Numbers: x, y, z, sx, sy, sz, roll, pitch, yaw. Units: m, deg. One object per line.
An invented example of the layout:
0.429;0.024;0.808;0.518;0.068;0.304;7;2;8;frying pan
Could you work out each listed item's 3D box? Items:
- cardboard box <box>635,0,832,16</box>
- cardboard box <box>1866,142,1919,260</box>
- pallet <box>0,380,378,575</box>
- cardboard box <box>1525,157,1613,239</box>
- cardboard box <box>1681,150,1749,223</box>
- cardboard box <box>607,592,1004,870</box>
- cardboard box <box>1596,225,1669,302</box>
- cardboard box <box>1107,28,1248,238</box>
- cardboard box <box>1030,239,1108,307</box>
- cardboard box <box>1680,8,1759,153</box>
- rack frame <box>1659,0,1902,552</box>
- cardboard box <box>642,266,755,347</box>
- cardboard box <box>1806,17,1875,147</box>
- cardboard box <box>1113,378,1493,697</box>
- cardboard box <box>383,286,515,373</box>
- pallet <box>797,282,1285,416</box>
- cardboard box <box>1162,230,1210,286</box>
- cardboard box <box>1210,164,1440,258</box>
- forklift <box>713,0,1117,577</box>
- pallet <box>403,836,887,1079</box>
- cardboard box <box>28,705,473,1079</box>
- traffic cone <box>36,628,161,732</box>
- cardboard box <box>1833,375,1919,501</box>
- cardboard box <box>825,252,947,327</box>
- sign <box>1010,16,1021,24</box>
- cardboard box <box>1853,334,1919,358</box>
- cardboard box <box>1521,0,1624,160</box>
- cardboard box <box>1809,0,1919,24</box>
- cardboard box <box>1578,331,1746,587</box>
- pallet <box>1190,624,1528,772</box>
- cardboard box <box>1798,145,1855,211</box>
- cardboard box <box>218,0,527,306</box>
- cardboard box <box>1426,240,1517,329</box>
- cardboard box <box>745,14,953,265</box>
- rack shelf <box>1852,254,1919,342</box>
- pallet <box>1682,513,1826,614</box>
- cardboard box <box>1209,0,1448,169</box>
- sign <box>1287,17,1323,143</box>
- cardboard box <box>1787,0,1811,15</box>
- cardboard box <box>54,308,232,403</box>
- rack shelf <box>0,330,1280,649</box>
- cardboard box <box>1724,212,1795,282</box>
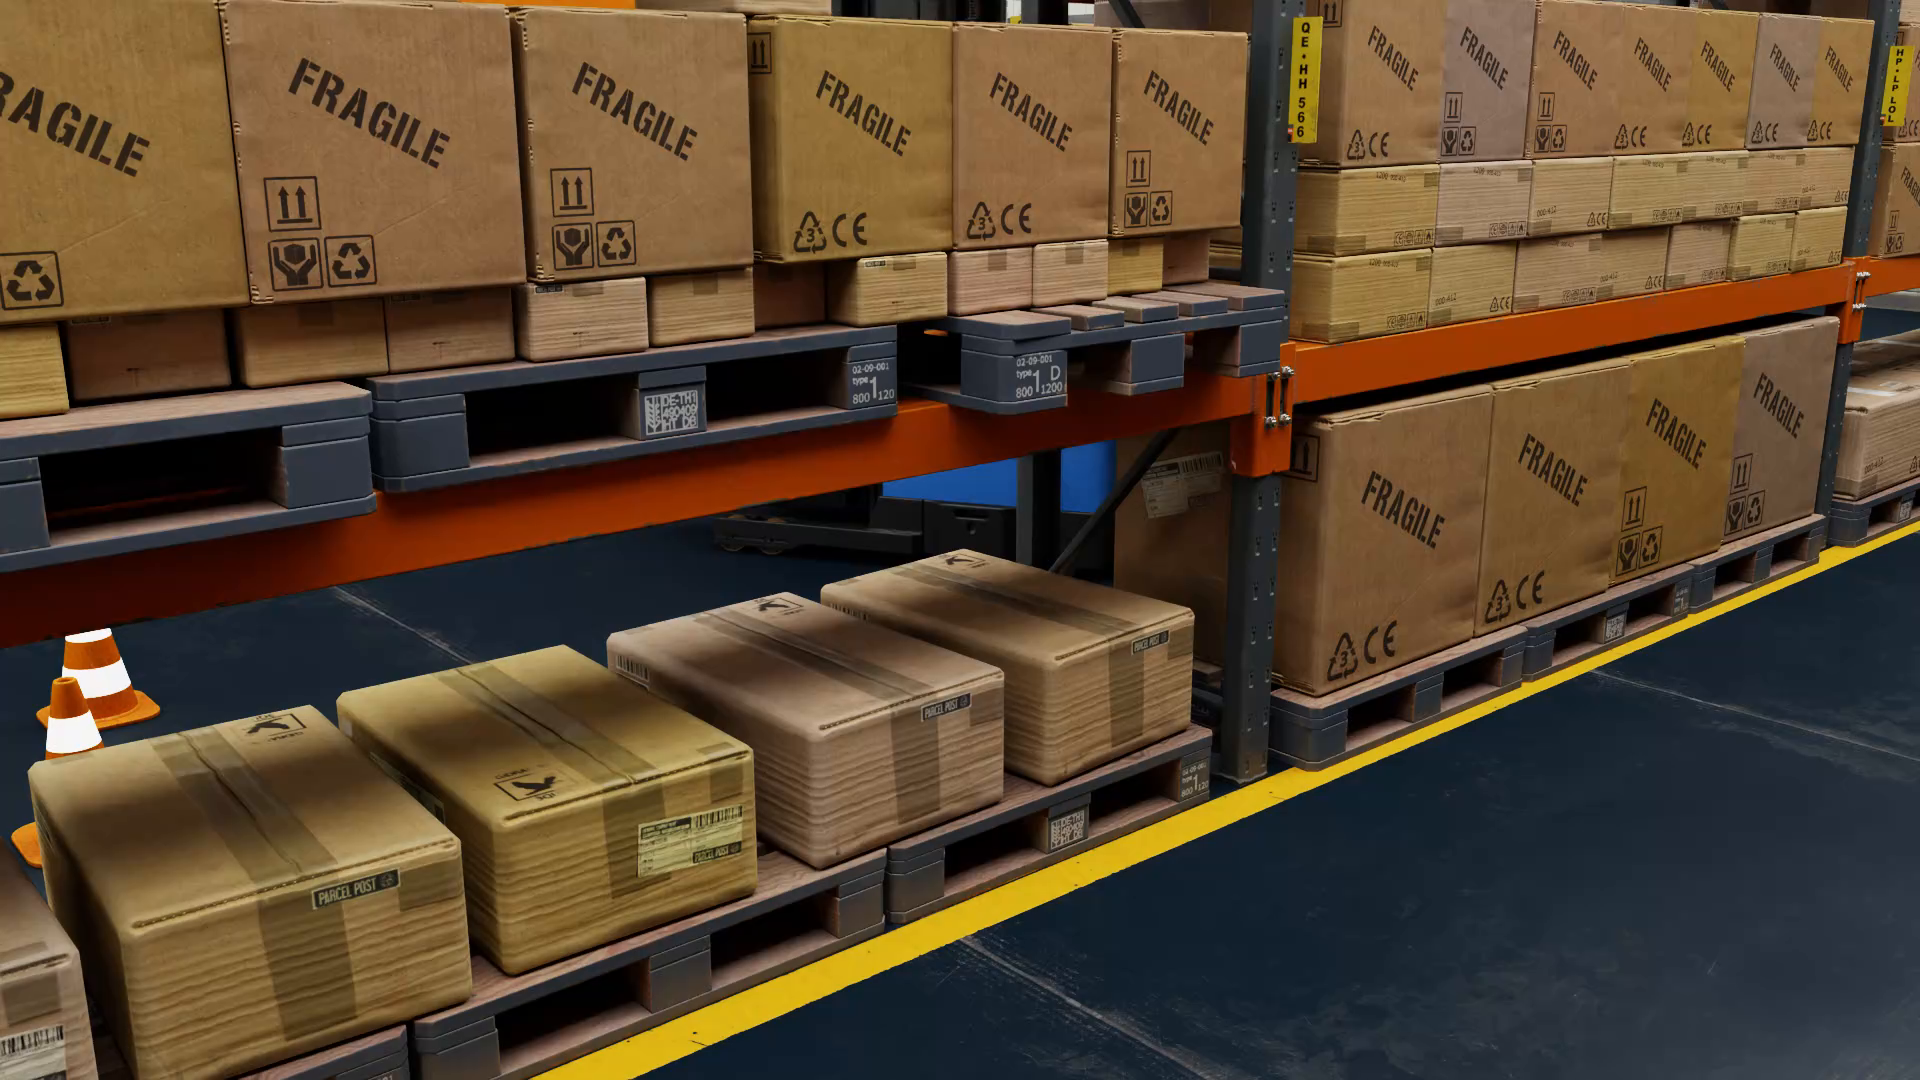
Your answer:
-0.490;-1.192;3.559;0.250;0.149;0.380;-14;20;-42;cardboard box
4.103;-1.570;7.622;0.500;0.500;0.500;-12;19;-38;cardboard box
-1.786;-0.146;2.858;1.213;0.211;1.003;-13;19;-39;pallet
1.878;-1.192;5.721;0.500;0.250;0.500;-13;20;-40;cardboard box
2.645;-1.365;6.371;0.500;0.250;0.500;-12;19;-38;cardboard box
-0.425;0.471;4.451;0.625;0.372;0.950;-13;20;-40;cardboard box
2.239;-1.040;6.120;0.500;0.250;0.500;-13;19;-39;cardboard box
0.399;-1.079;4.395;0.500;0.500;0.500;-13;20;-41;cardboard box
0.151;-0.685;4.175;0.250;0.149;0.380;-13;20;-40;cardboard box
2.624;-1.729;6.279;0.500;0.500;0.500;-12;19;-38;cardboard box
3.577;-1.493;7.528;0.127;3.000;1.000;-13;19;-39;rack frame
-0.650;-0.518;3.549;0.250;0.149;0.380;-13;20;-41;cardboard box
3.405;-1.900;6.920;0.500;0.500;0.500;-12;19;-38;cardboard box
1.135;-0.093;5.589;0.875;0.875;0.875;-13;20;-40;cardboard box
-1.067;-0.432;3.228;0.250;0.149;0.380;-12;19;-39;cardboard box
0.092;-0.581;4.486;1.003;0.211;1.213;-13;19;-39;pallet
0.466;-0.796;4.590;0.250;0.149;0.380;-12;19;-37;cardboard box
1.104;-1.022;5.087;0.500;0.250;0.500;-13;20;-40;cardboard box
-0.595;-1.470;7.573;3.031;2.935;1.130;5;16;19;forklift
-0.951;0.869;4.087;1.213;0.211;1.003;-13;19;-39;pallet
-1.524;0.717;3.532;0.625;0.372;0.950;-11;19;-36;cardboard box
-2.880;0.361;5.501;0.334;0.463;0.336;-13;19;-39;traffic cone
4.121;-0.544;8.124;0.875;0.438;0.875;-13;20;-40;cardboard box
-0.243;-0.594;3.836;0.250;0.149;0.380;-12;19;-38;cardboard box
0.192;-1.483;5.244;0.005;0.325;0.100;-13;19;-39;sign
5.477;-0.848;9.263;0.875;0.438;0.875;-12;19;-38;cardboard box
1.860;-1.553;5.622;0.500;0.500;0.500;-12;19;-38;cardboard box
3.985;-2.341;7.313;0.250;0.149;0.380;-13;20;-40;cardboard box
2.485;-0.394;6.718;0.875;0.875;0.875;-12;19;-38;cardboard box
1.203;0.413;5.796;1.213;0.211;1.003;-13;19;-39;pallet
3.404;-1.540;7.026;0.500;0.250;0.500;-13;20;-39;cardboard box
-1.157;-0.723;3.059;0.500;0.500;0.500;-13;20;-40;cardboard box
1.469;-0.868;5.476;0.500;0.250;0.500;-13;20;-41;cardboard box
-0.364;-0.904;3.738;0.500;0.500;0.500;-14;21;-43;cardboard box
5.086;-1.484;8.889;4.000;0.370;1.077;-13;19;-39;rack shelf
3.044;-0.001;7.343;1.213;0.211;1.003;-13;19;-39;pallet
1.092;-1.383;4.984;0.500;0.500;0.500;-14;20;-41;cardboard box
0.923;-1.233;4.462;0.005;0.325;0.100;-13;19;-39;sign
3.870;-2.476;7.818;0.250;0.149;0.380;-12;19;-38;cardboard box
-1.476;-0.355;2.940;0.250;0.149;0.380;-11;19;-36;cardboard box
-0.950;-0.129;3.815;4.000;0.370;1.077;-13;19;-39;rack shelf
3.019;-1.210;6.757;0.500;0.250;0.500;-13;20;-40;cardboard box
